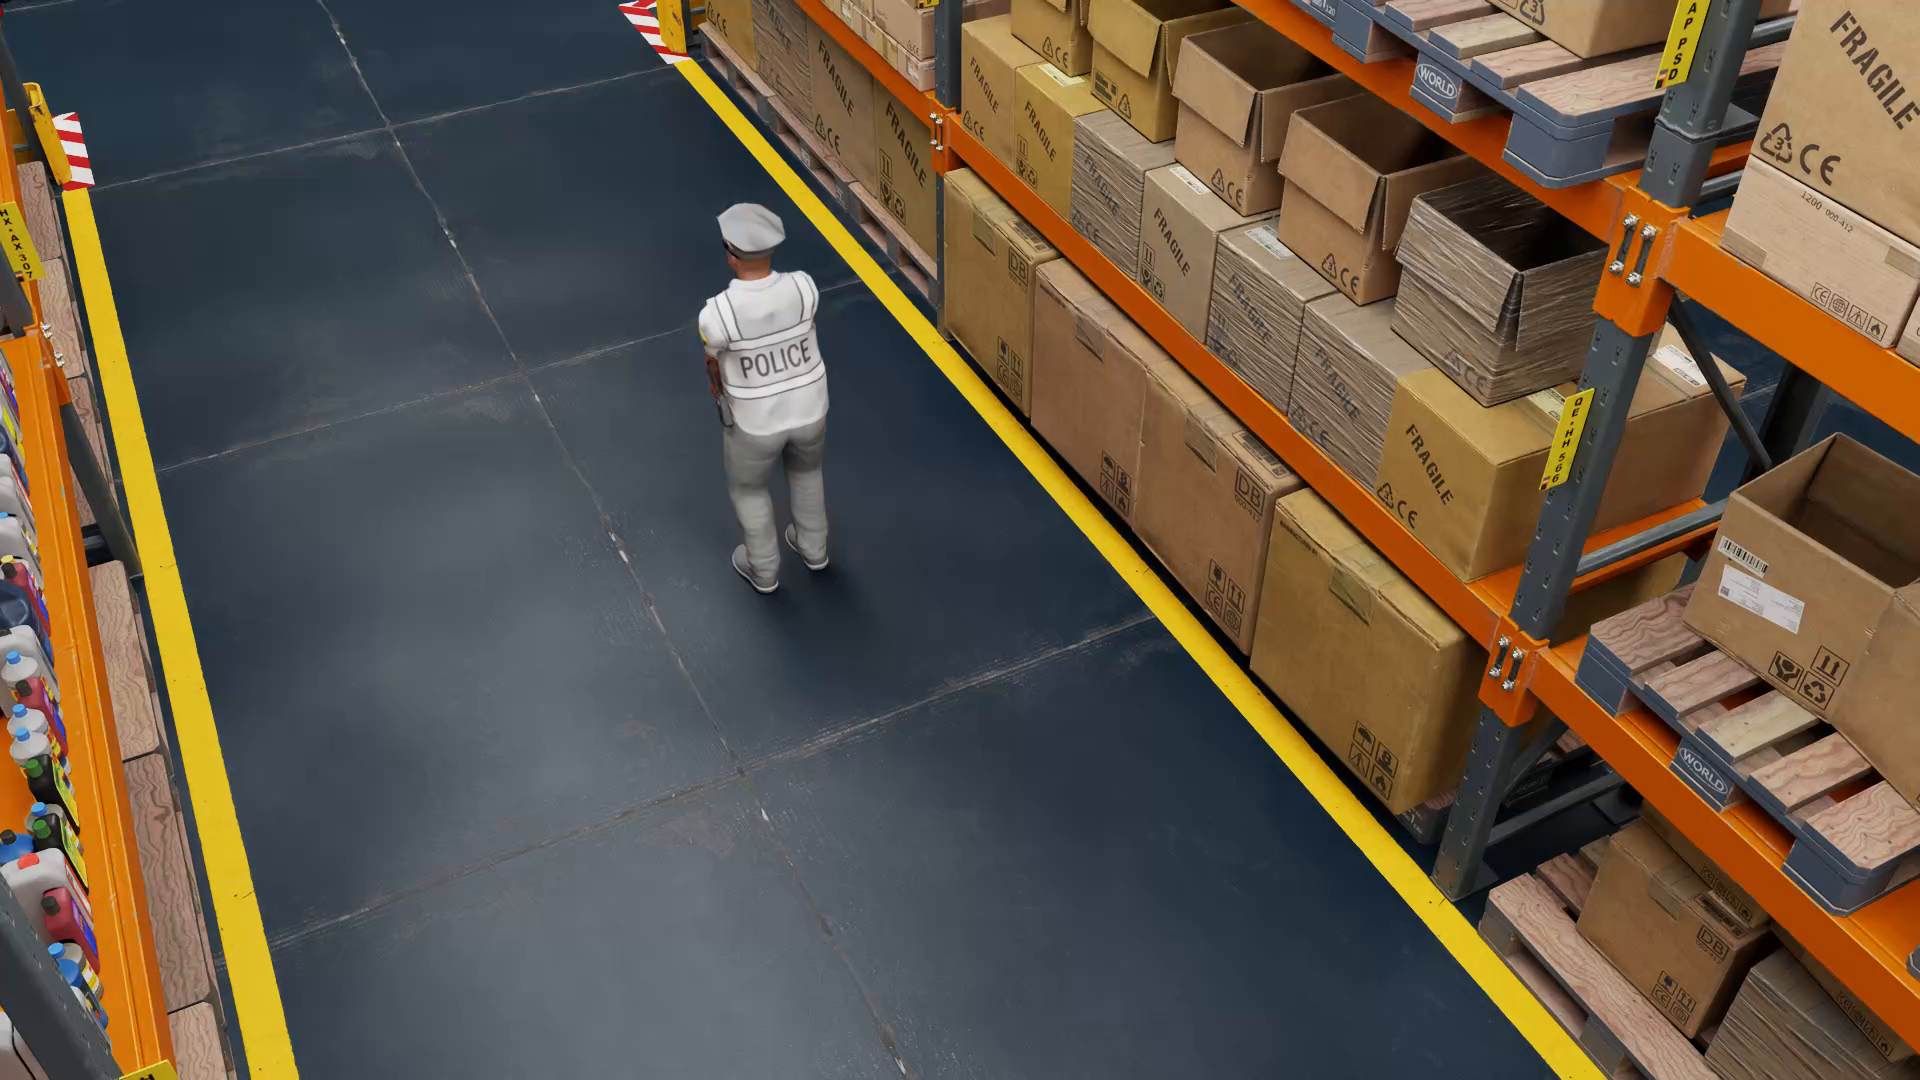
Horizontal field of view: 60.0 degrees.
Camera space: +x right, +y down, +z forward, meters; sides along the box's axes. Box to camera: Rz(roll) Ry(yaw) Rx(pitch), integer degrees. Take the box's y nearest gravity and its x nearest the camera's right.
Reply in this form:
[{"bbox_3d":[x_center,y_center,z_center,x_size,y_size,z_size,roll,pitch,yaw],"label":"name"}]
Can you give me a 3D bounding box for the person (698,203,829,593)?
[{"bbox_3d":[-0.807,-0.575,6.811,0.490,1.764,0.575,-20,45,-21],"label":"person"}]
